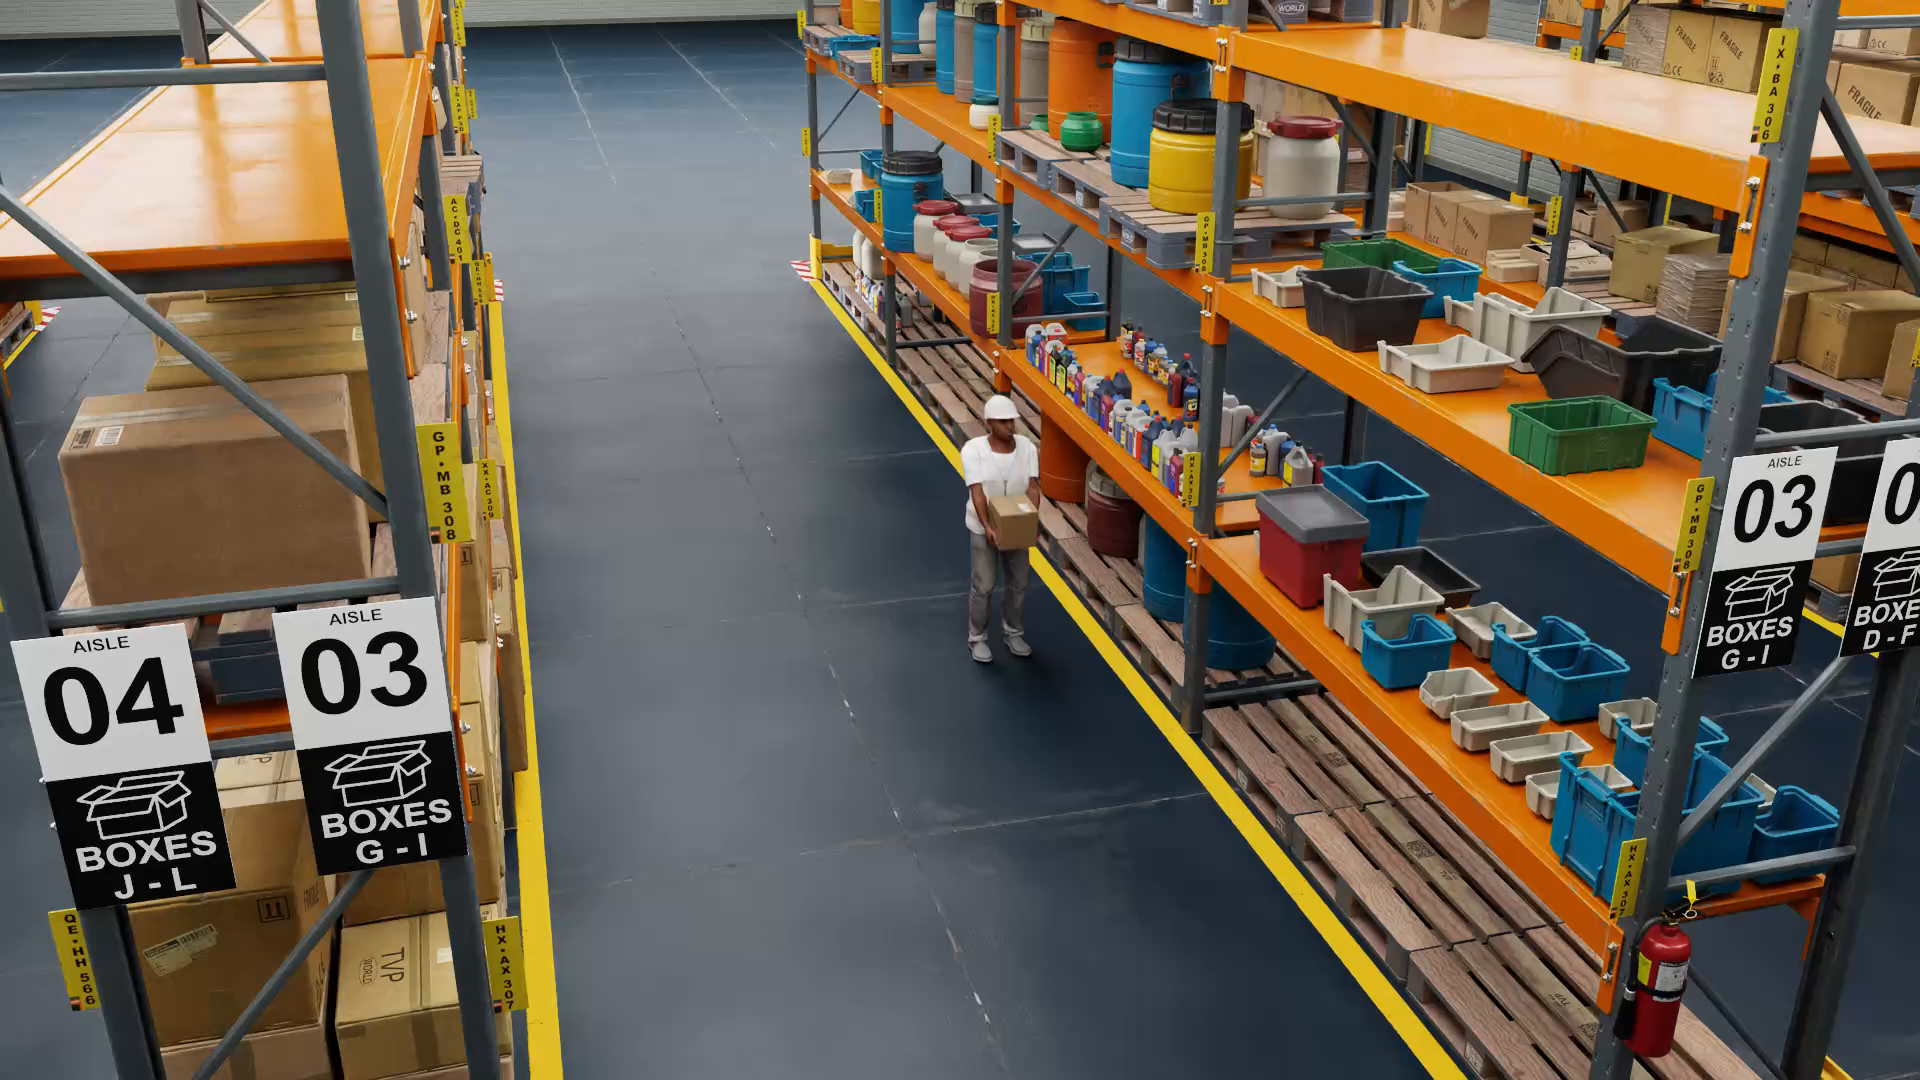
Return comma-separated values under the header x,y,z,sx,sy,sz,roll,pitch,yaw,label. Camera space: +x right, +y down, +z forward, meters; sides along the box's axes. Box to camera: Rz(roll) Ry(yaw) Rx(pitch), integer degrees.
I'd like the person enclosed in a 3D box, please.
x,y,z,sx,sy,sz,roll,pitch,yaw,label
0.294,-0.044,10.743,0.504,1.760,0.575,-7,24,-16,person
